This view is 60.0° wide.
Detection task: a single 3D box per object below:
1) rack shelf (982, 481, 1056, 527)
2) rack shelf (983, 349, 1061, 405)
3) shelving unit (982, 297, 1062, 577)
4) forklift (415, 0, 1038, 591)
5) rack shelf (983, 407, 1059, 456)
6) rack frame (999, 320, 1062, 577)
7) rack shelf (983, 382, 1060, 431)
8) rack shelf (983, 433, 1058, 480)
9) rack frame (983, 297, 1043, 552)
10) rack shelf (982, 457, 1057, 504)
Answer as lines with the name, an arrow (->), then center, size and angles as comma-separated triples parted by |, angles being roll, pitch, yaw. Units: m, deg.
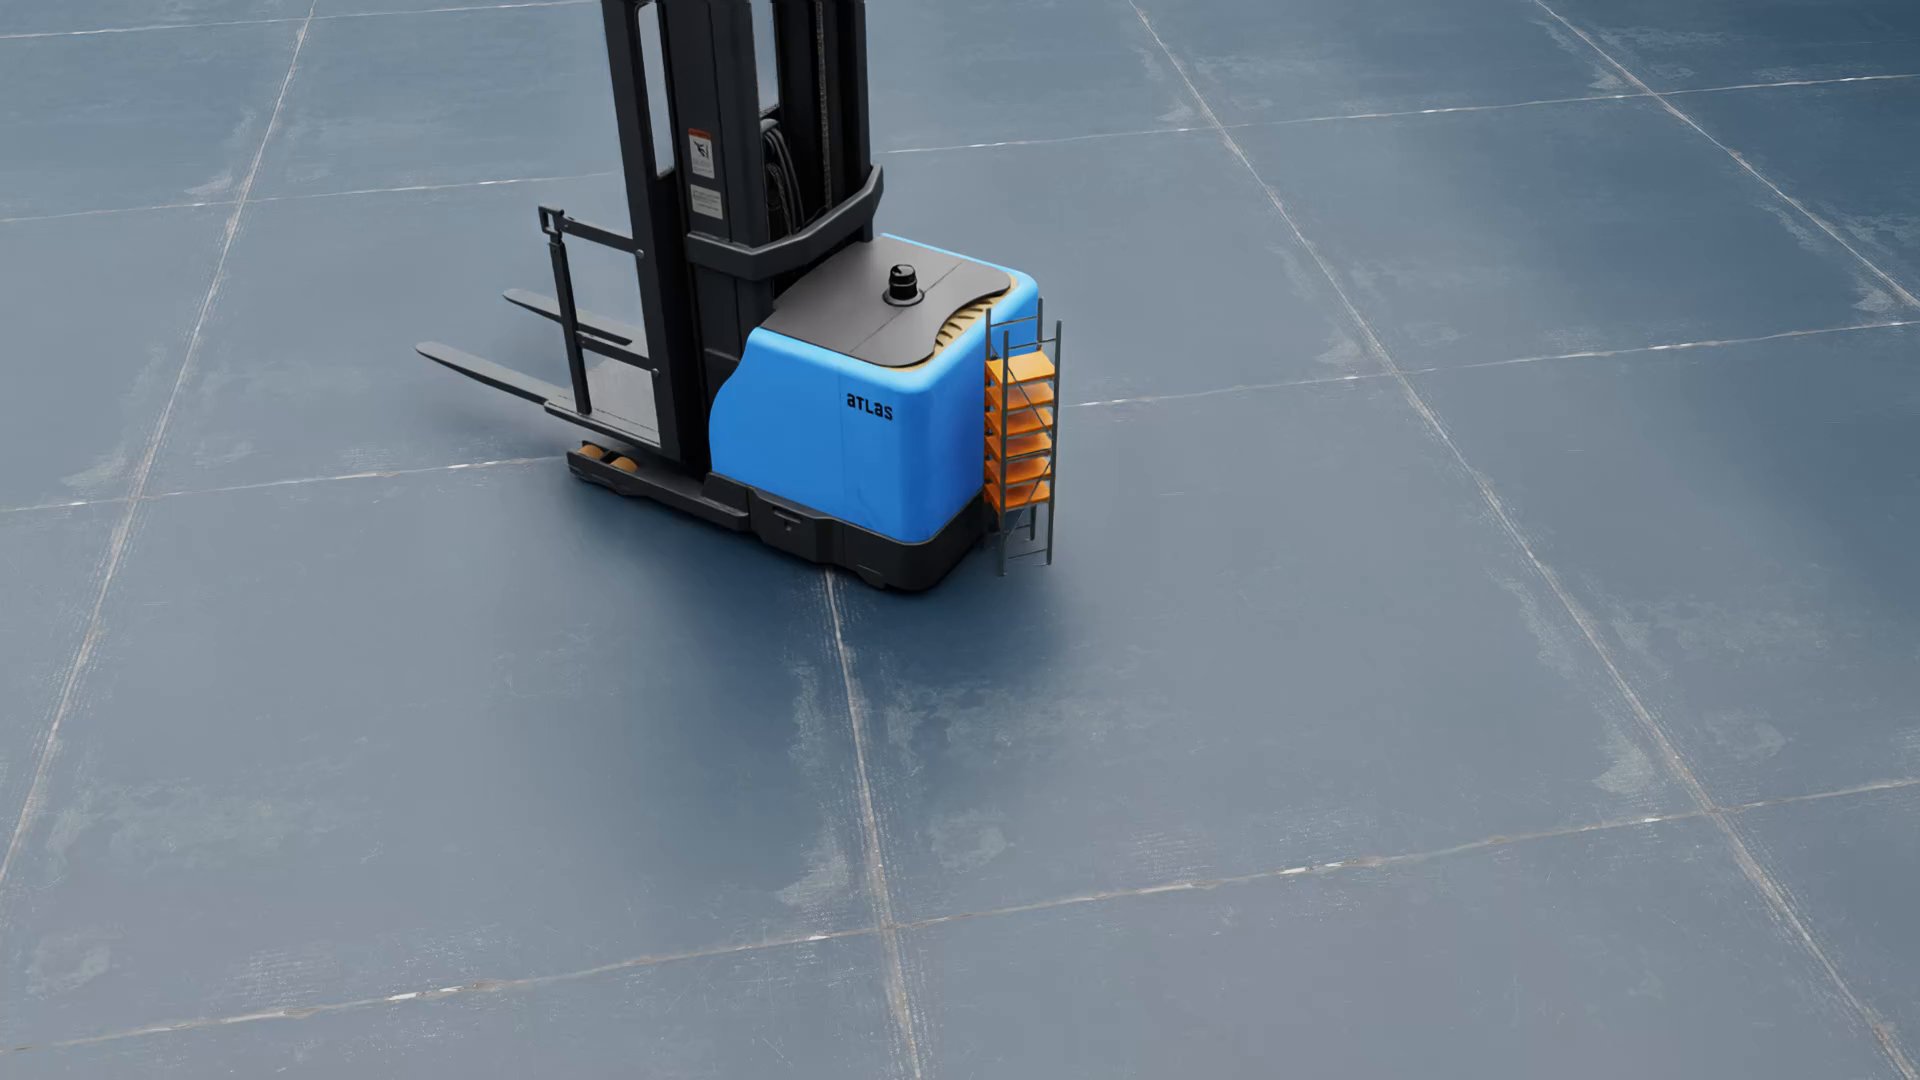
rack shelf -> 0.245, -0.173, 6.959 | 0.258, 0.103, 0.180 | -13, 40, -16
rack shelf -> 0.245, -0.647, 6.590 | 0.258, 0.103, 0.180 | -13, 40, -16
shelving unit -> 0.245, -0.398, 6.784 | 0.258, 1.200, 0.189 | -13, 40, -16
forklift -> -1.188, -1.619, 6.945 | 3.031, 2.935, 1.130 | 20, 42, 24
rack shelf -> 0.245, -0.457, 6.738 | 0.258, 0.103, 0.180 | -13, 40, -16
rack frame -> 0.278, -0.345, 6.716 | 0.240, 1.200, 0.006 | -13, 40, -16
rack shelf -> 0.245, -0.552, 6.664 | 0.258, 0.103, 0.180 | -13, 40, -16
rack shelf -> 0.245, -0.363, 6.811 | 0.258, 0.103, 0.180 | -13, 40, -16
rack frame -> 0.213, -0.450, 6.852 | 0.240, 1.200, 0.006 | -13, 40, -16
rack shelf -> 0.245, -0.268, 6.885 | 0.258, 0.103, 0.180 | -13, 40, -16
